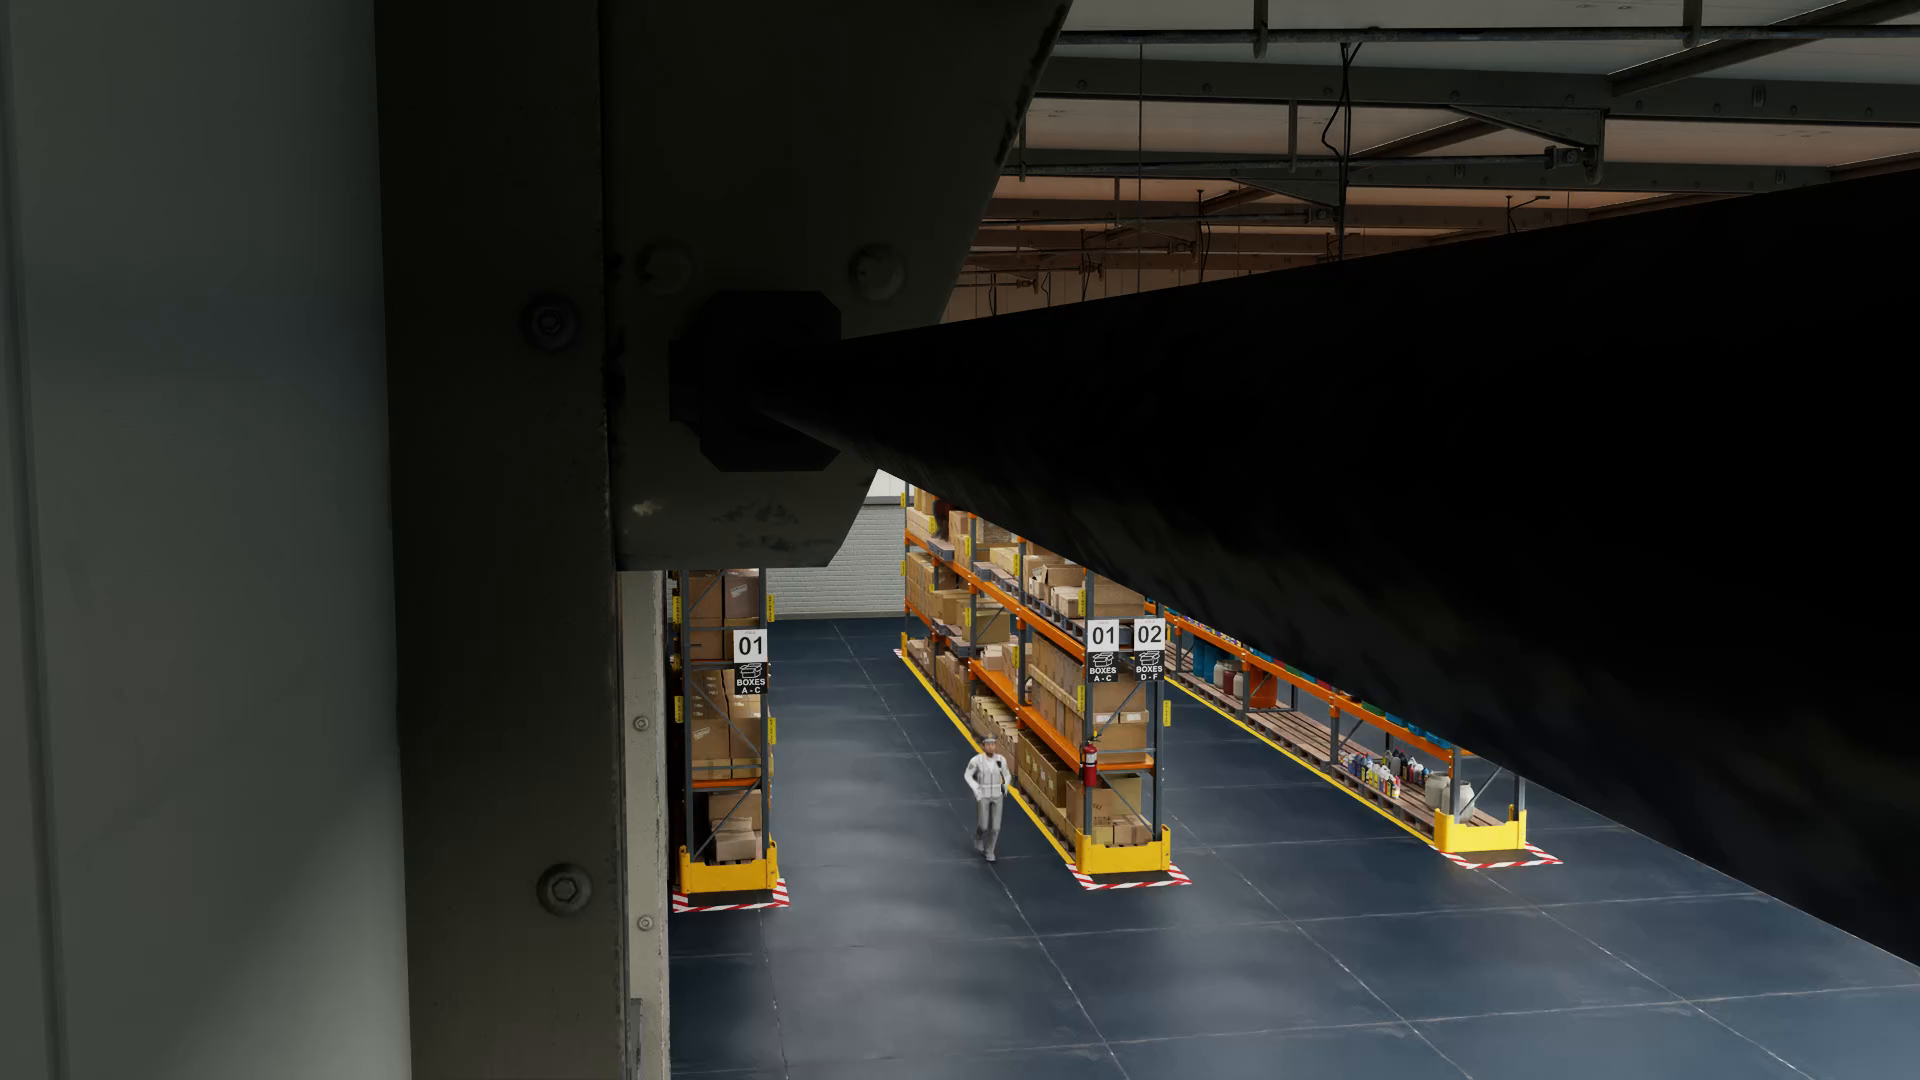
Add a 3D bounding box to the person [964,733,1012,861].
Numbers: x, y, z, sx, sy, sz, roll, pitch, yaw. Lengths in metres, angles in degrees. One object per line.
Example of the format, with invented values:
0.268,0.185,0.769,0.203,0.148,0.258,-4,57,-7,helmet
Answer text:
0.376,3.298,21.357,0.602,1.645,0.564,-1,6,-11,person
